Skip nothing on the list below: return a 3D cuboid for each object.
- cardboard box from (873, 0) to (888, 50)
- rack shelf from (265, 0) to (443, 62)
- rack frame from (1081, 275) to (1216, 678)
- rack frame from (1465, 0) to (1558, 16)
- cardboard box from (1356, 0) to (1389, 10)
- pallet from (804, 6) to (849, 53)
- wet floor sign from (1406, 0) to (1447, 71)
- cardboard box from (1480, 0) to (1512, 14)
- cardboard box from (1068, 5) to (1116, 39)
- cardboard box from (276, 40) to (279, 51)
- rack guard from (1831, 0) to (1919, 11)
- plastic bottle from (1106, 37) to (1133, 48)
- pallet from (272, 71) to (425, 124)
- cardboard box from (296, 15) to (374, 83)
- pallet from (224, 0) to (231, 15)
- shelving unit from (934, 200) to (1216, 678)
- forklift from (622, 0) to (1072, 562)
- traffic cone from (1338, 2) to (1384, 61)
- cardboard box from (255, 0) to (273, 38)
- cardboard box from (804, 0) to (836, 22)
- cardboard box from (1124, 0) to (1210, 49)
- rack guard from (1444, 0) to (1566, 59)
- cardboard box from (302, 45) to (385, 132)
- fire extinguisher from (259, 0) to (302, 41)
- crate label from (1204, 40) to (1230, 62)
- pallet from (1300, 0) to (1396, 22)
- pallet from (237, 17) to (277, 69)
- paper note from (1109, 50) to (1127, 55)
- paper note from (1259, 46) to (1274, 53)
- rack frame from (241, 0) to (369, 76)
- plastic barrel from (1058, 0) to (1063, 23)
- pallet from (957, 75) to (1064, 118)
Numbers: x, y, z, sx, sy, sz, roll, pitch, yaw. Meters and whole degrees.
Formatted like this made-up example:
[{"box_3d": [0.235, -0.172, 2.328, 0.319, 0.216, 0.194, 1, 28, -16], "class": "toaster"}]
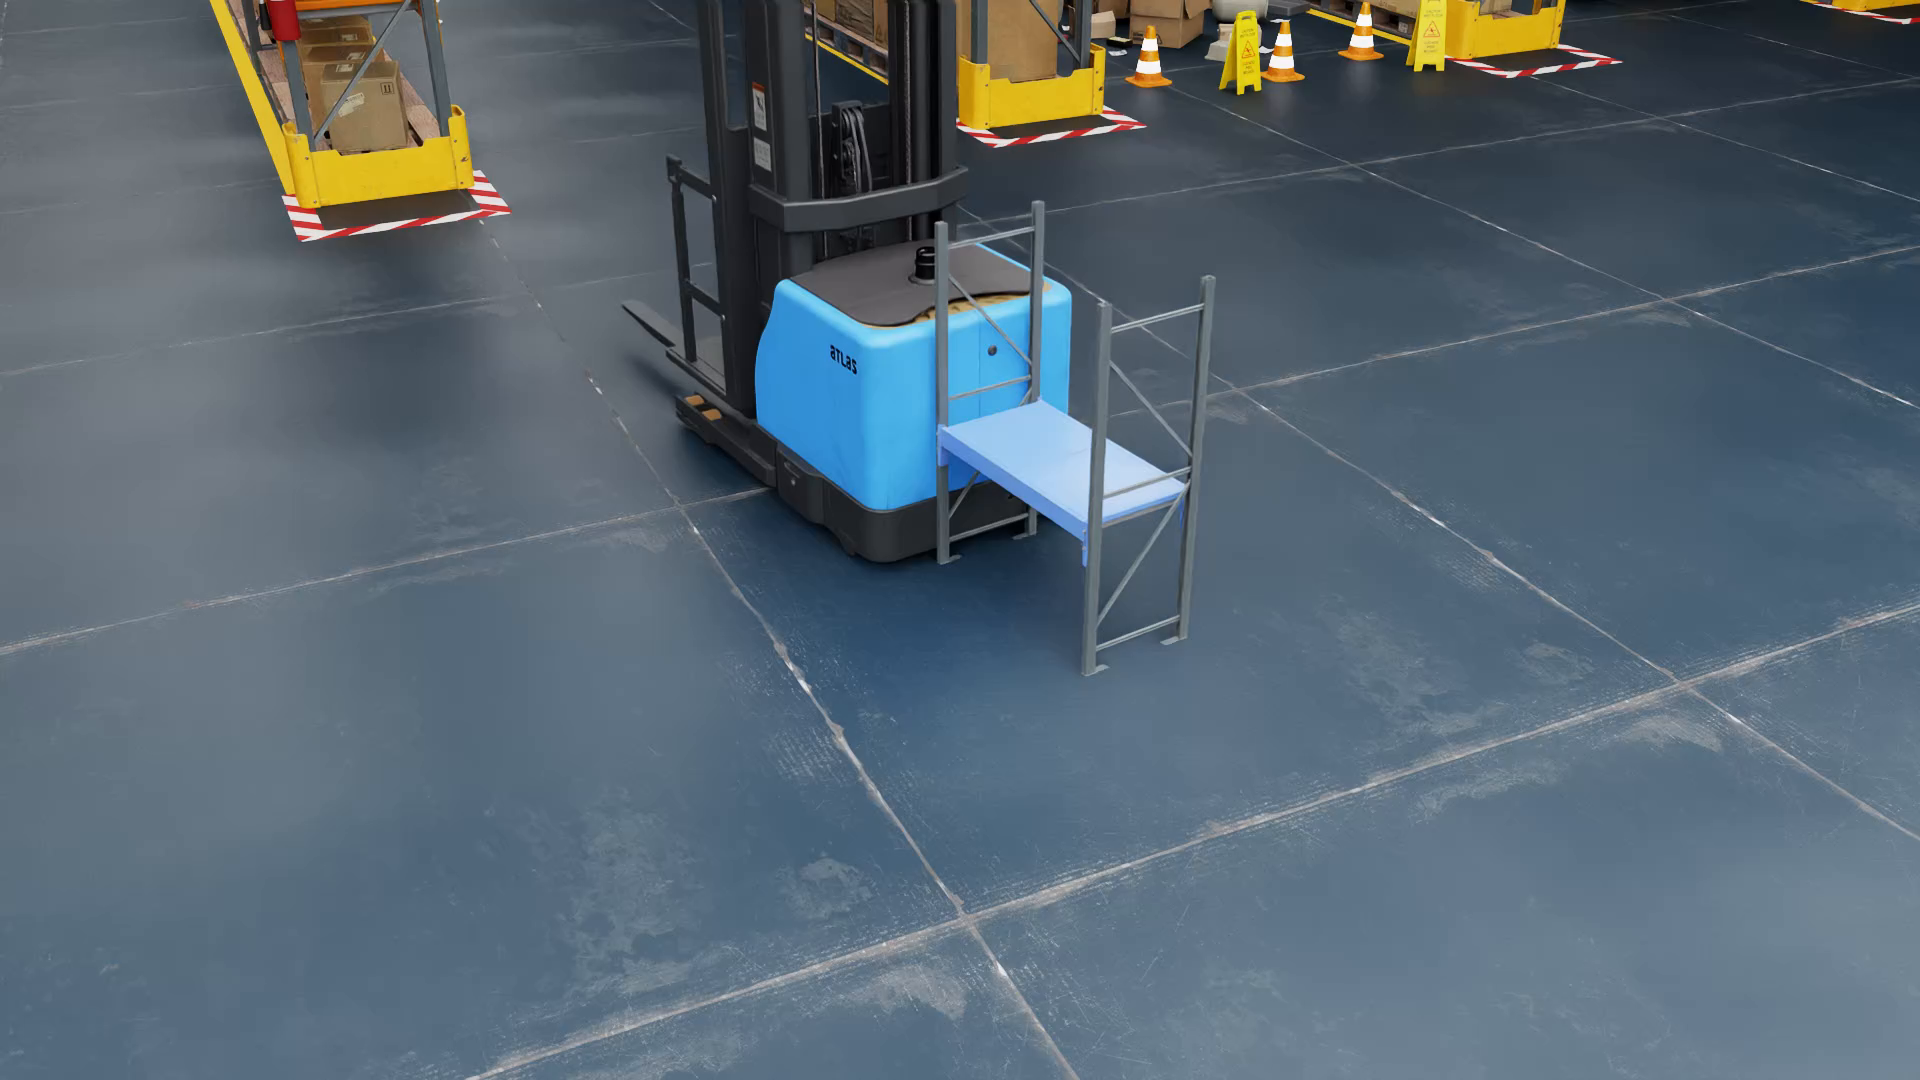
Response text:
[{"box_3d": [-0.170, -4.633, 14.188, 0.875, 0.875, 0.875, -14, 32, -23], "class": "cardboard box"}, {"box_3d": [-4.821, -4.275, 12.543, 1.077, 0.370, 4.000, -13, 32, -22], "class": "rack shelf"}, {"box_3d": [0.678, -0.203, 6.079, 0.500, 1.500, 0.032, -18, 34, -29], "class": "rack frame"}, {"box_3d": [4.988, -5.786, 14.502, 1.000, 3.000, 0.127, -13, 32, -22], "class": "rack frame"}, {"box_3d": [4.182, -5.301, 16.019, 0.500, 0.250, 0.500, -13, 32, -22], "class": "cardboard box"}, {"box_3d": [-0.901, -4.901, 15.774, 1.003, 0.211, 1.213, -13, 32, -22], "class": "pallet"}, {"box_3d": [4.103, -4.451, 14.528, 0.267, 0.644, 0.232, -3, 29, -5], "class": "wet floor sign"}, {"box_3d": [4.891, -5.185, 15.811, 0.500, 0.250, 0.500, -13, 32, -22], "class": "cardboard box"}, {"box_3d": [1.245, -4.904, 15.724, 0.396, 0.266, 0.258, -8, 30, -13], "class": "cardboard box"}, {"box_3d": [-5.544, -4.380, 14.121, 0.500, 0.500, 0.500, -14, 32, -23], "class": "cardboard box"}, {"box_3d": [9.479, -5.729, 16.956, 1.175, 0.500, 0.348, -13, 32, -22], "class": "rack guard"}, {"box_3d": [1.454, -4.622, 15.430, 0.283, 0.061, 0.133, 26, 38, 38], "class": "plastic bottle"}, {"box_3d": [-4.832, -3.427, 13.146, 1.003, 0.211, 1.213, -13, 32, -22], "class": "pallet"}, {"box_3d": [-4.954, -3.871, 13.213, 0.500, 0.500, 0.500, -16, 33, -26], "class": "cardboard box"}, {"box_3d": [-7.063, -5.678, 17.159, 1.003, 0.211, 1.213, -13, 32, -22], "class": "pallet"}, {"box_3d": [0.399, -0.411, 6.450, 0.538, 1.500, 1.048, -18, 34, -29], "class": "shelving unit"}, {"box_3d": [-0.745, -1.862, 7.573, 1.130, 2.935, 3.031, -18, 34, -29], "class": "forklift"}, {"box_3d": [3.638, -4.599, 14.978, 0.336, 0.463, 0.334, -13, 32, -22], "class": "traffic cone"}, {"box_3d": [-5.924, -4.850, 14.938, 0.700, 0.500, 0.500, -16, 33, -26], "class": "cardboard box"}, {"box_3d": [-0.950, -5.433, 15.615, 0.875, 0.875, 0.875, -13, 32, -21], "class": "cardboard box"}, {"box_3d": [1.947, -4.942, 15.548, 0.637, 0.503, 0.797, 13, 32, 21], "class": "cardboard box"}, {"box_3d": [4.955, -4.730, 15.173, 1.175, 0.500, 0.348, -13, 32, -22], "class": "rack guard"}, {"box_3d": [-4.503, -3.335, 12.256, 0.500, 0.500, 0.500, -5, 30, -9], "class": "cardboard box"}, {"box_3d": [-4.330, -3.525, 10.548, 0.296, 0.674, 0.183, -13, 32, -22], "class": "fire extinguisher"}, {"box_3d": [2.388, -4.408, 14.971, 0.298, 0.136, 0.250, 19, 34, 30], "class": "crate label"}, {"box_3d": [4.118, -5.508, 16.857, 1.003, 0.211, 1.213, -13, 32, -22], "class": "pallet"}, {"box_3d": [-6.015, -4.600, 15.237, 1.003, 0.211, 1.213, -13, 32, -22], "class": "pallet"}, {"box_3d": [1.438, -4.437, 15.134, 0.144, 0.017, 0.142, -3, 29, -5], "class": "paper note"}, {"box_3d": [2.784, -4.491, 15.228, 0.142, 0.019, 0.148, 26, 38, 38], "class": "paper note"}, {"box_3d": [-5.680, -5.473, 13.942, 1.000, 3.000, 0.127, -13, 32, -22], "class": "rack frame"}, {"box_3d": [0.716, -5.167, 16.031, 0.512, 0.421, 0.421, 7, 30, 13], "class": "plastic barrel"}, {"box_3d": [0.146, -3.823, 13.852, 1.003, 0.211, 1.213, -13, 32, -22], "class": "pallet"}]
